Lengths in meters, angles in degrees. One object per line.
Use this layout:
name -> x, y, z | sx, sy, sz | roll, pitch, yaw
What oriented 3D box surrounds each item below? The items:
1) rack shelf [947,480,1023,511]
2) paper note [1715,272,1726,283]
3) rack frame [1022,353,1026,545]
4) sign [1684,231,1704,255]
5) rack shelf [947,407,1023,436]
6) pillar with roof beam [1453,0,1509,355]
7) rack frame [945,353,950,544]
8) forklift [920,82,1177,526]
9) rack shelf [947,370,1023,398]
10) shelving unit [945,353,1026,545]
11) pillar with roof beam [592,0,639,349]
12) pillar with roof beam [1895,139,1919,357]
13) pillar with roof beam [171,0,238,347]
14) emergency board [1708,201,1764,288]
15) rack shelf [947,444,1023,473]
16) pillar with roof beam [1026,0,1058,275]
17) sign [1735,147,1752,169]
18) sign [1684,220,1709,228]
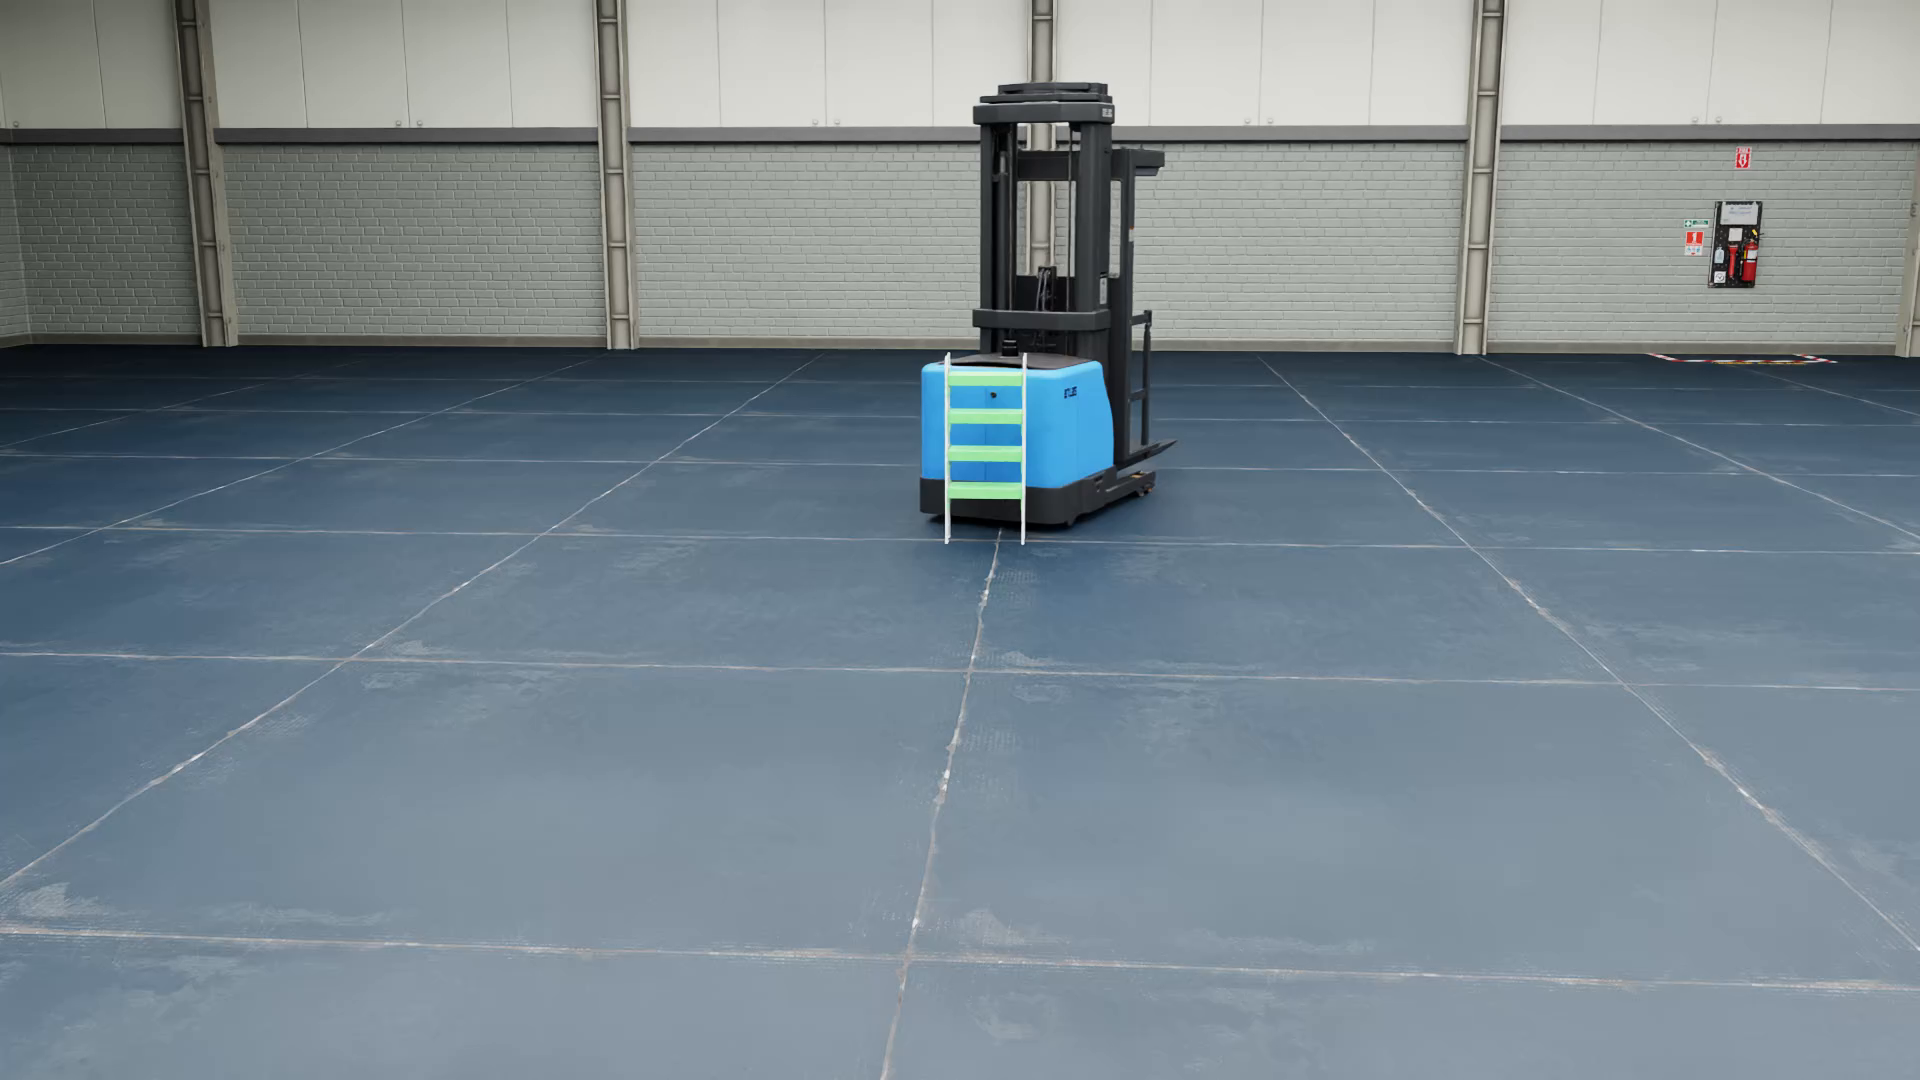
rack shelf -> 0.165, -0.288, 10.697 | 0.480, 0.148, 0.258 | 1, 12, 4
paper note -> 10.466, -3.619, 22.895 | 0.142, 0.148, 0.016 | 1, 12, 4
rack frame -> 0.409, -0.582, 10.618 | 0.015, 1.200, 0.240 | 1, 12, 4
sign -> 10.093, -4.080, 22.859 | 0.234, 0.329, 0.001 | 1, 12, 4
rack shelf -> 0.165, -0.757, 10.598 | 0.480, 0.148, 0.258 | 1, 12, 4
pillar with roof beam -> 6.827, -6.131, 18.101 | 0.400, 9.000, 9.100 | 1, 12, 4
rack frame -> -0.078, -0.588, 10.650 | 0.015, 1.200, 0.240 | 1, 12, 4
forklift -> 0.817, -1.785, 12.144 | 1.130, 2.935, 3.031 | 6, 13, 25
rack shelf -> 0.165, -0.992, 10.549 | 0.480, 0.148, 0.258 | 1, 12, 4
shelving unit -> 0.165, -0.585, 10.634 | 0.503, 1.200, 0.258 | 1, 12, 4
pillar with roof beam -> -5.147, -6.295, 18.886 | 0.400, 9.000, 9.100 | 1, 12, 4
pillar with roof beam -> 12.813, -6.049, 17.708 | 0.400, 9.000, 9.100 | 1, 12, 4
pillar with roof beam -> -11.133, -6.378, 19.278 | 0.400, 9.000, 9.100 | 1, 12, 4
emergency board -> 10.638, -4.034, 22.726 | 0.643, 1.169, 0.194 | 1, 12, 4
rack shelf -> 0.165, -0.522, 10.647 | 0.480, 0.148, 0.258 | 1, 12, 4
pillar with roof beam -> 0.840, -6.213, 18.493 | 0.400, 9.000, 9.100 | 1, 12, 4
sign -> 10.636, -5.189, 22.586 | 0.199, 0.298, 0.001 | 1, 12, 4
sign -> 10.097, -4.337, 22.796 | 0.331, 0.109, 0.001 | 1, 12, 4
